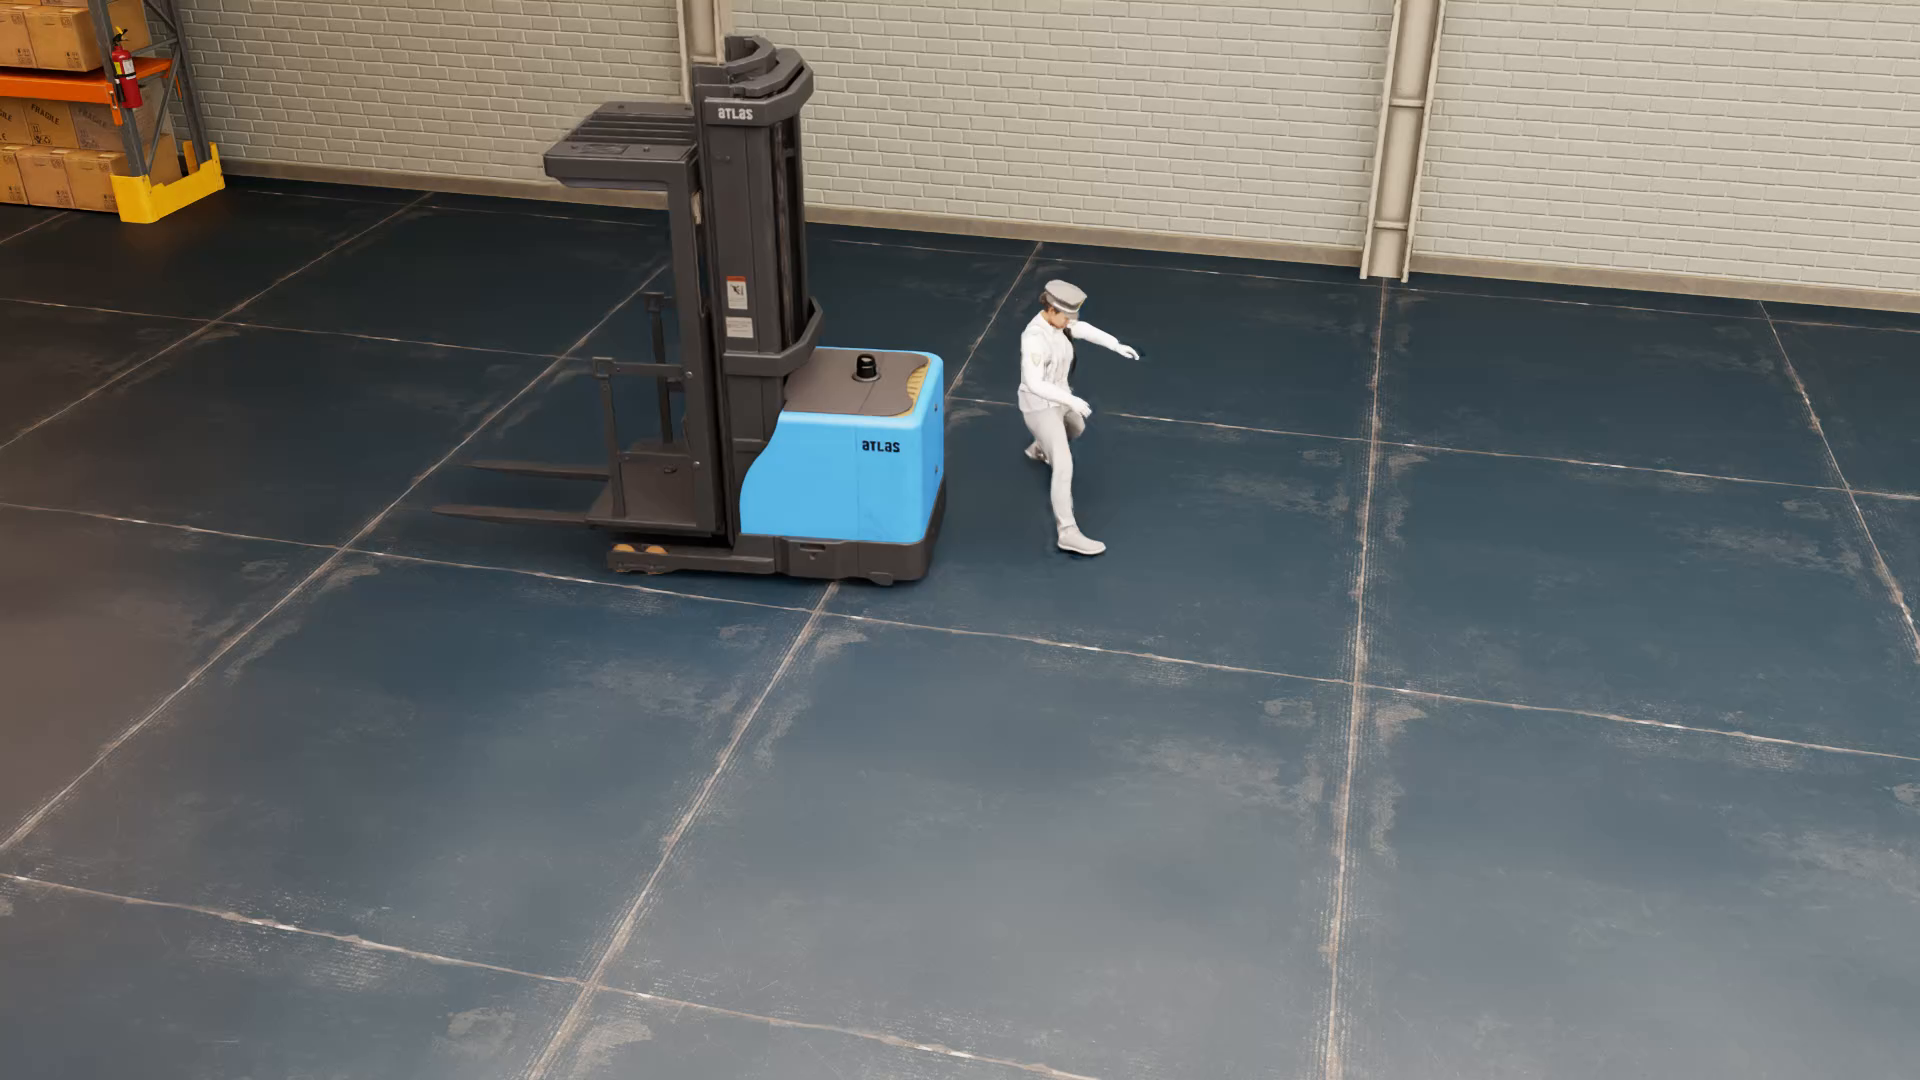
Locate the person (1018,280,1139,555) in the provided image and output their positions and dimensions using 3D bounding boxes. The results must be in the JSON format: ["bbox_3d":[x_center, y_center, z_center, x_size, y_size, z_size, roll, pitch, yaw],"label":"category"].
[{"bbox_3d":[0.674,-0.870,10.191,0.910,1.481,1.176,13,32,22],"label":"person"}]

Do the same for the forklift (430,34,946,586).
[{"bbox_3d":[-1.644,-1.323,9.505,3.031,2.935,1.130,4,30,6],"label":"forklift"}]
